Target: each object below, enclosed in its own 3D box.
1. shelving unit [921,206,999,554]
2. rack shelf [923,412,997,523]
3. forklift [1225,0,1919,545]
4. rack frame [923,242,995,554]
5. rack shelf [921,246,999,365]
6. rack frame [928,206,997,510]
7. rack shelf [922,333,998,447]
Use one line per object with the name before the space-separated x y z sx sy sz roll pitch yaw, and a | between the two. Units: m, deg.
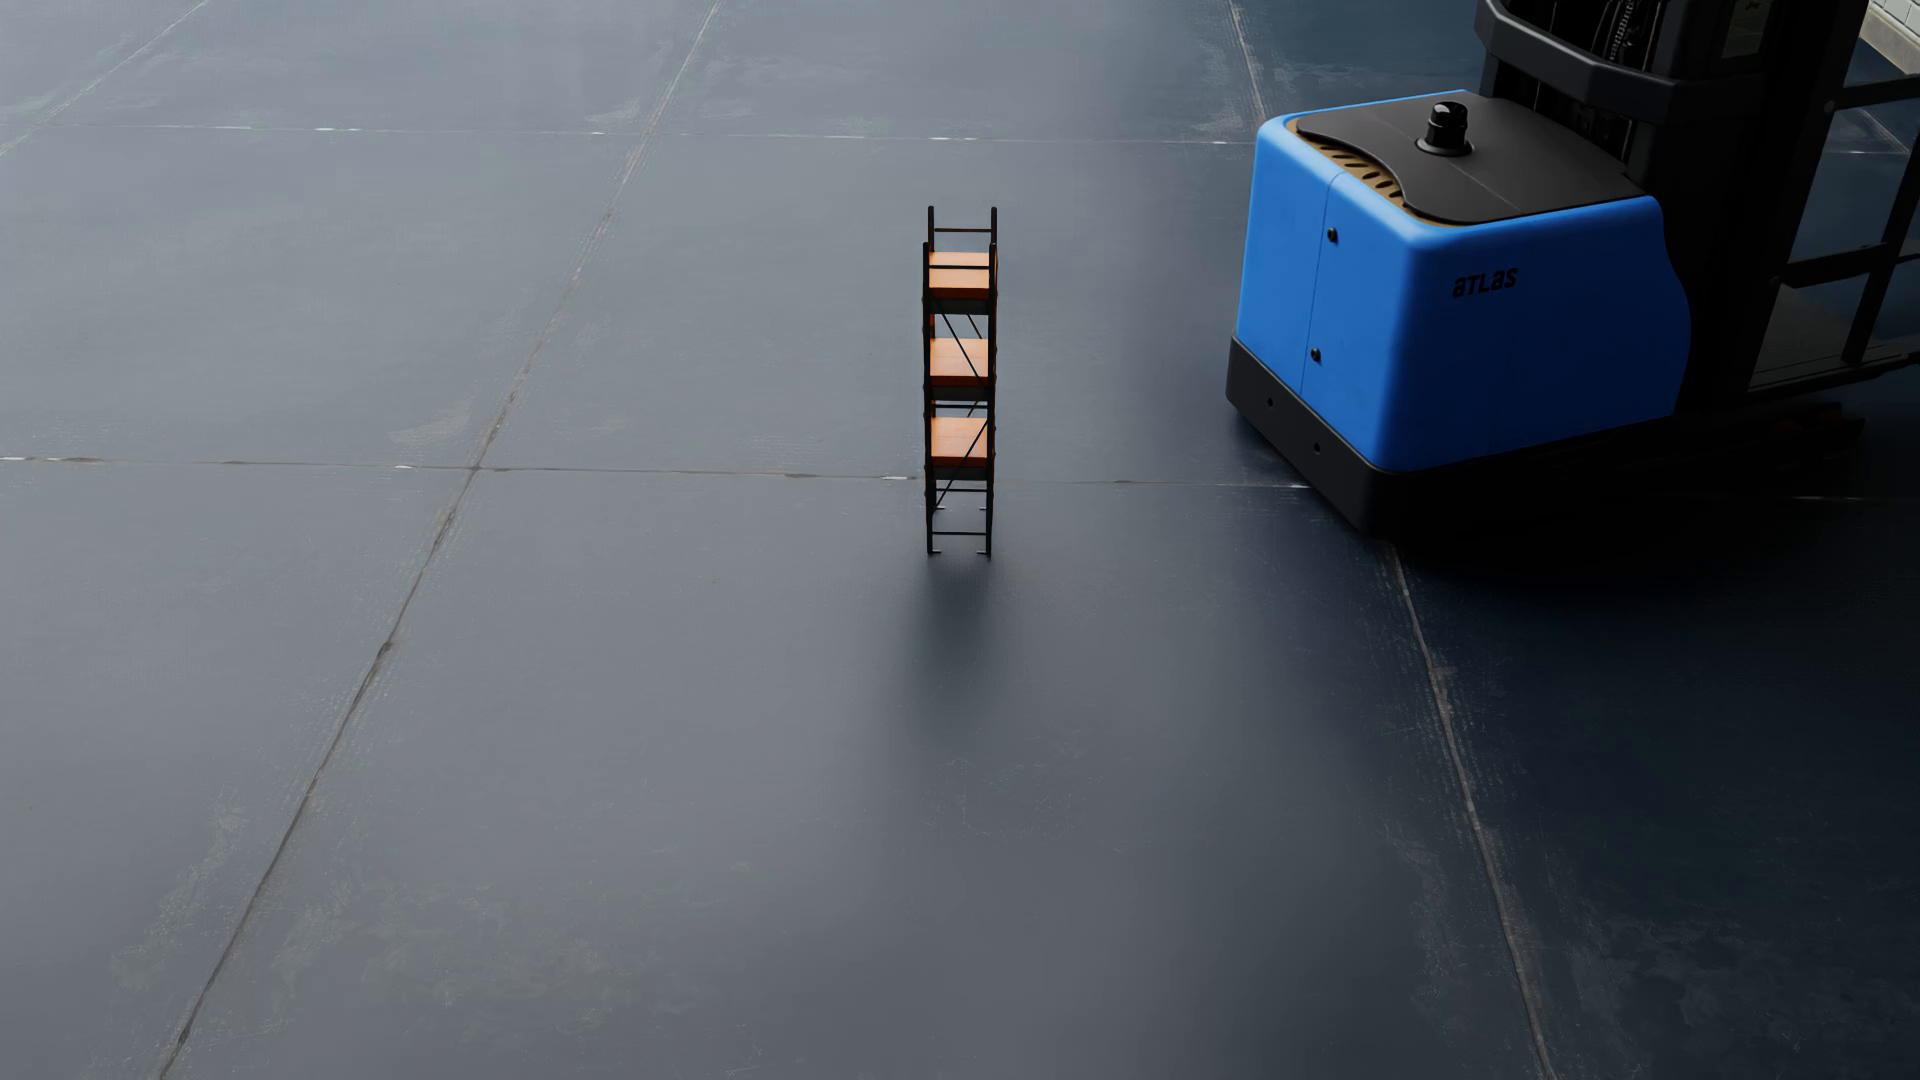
shelving unit | 0.002 -0.460 4.992 0.215 1.050 0.252 1 35 2
rack shelf | 0.002 -0.224 5.158 0.215 0.259 0.240 1 35 2
forklift | 2.505 -1.706 5.128 3.031 2.935 1.130 -12 37 -17
rack frame | -0.003 -0.390 4.892 0.200 1.050 0.008 1 35 2
rack shelf | 0.002 -0.684 4.835 0.215 0.259 0.240 1 35 2
rack frame | 0.007 -0.530 5.092 0.200 1.050 0.008 1 35 2
rack shelf | 0.002 -0.452 4.998 0.215 0.259 0.240 1 35 2
